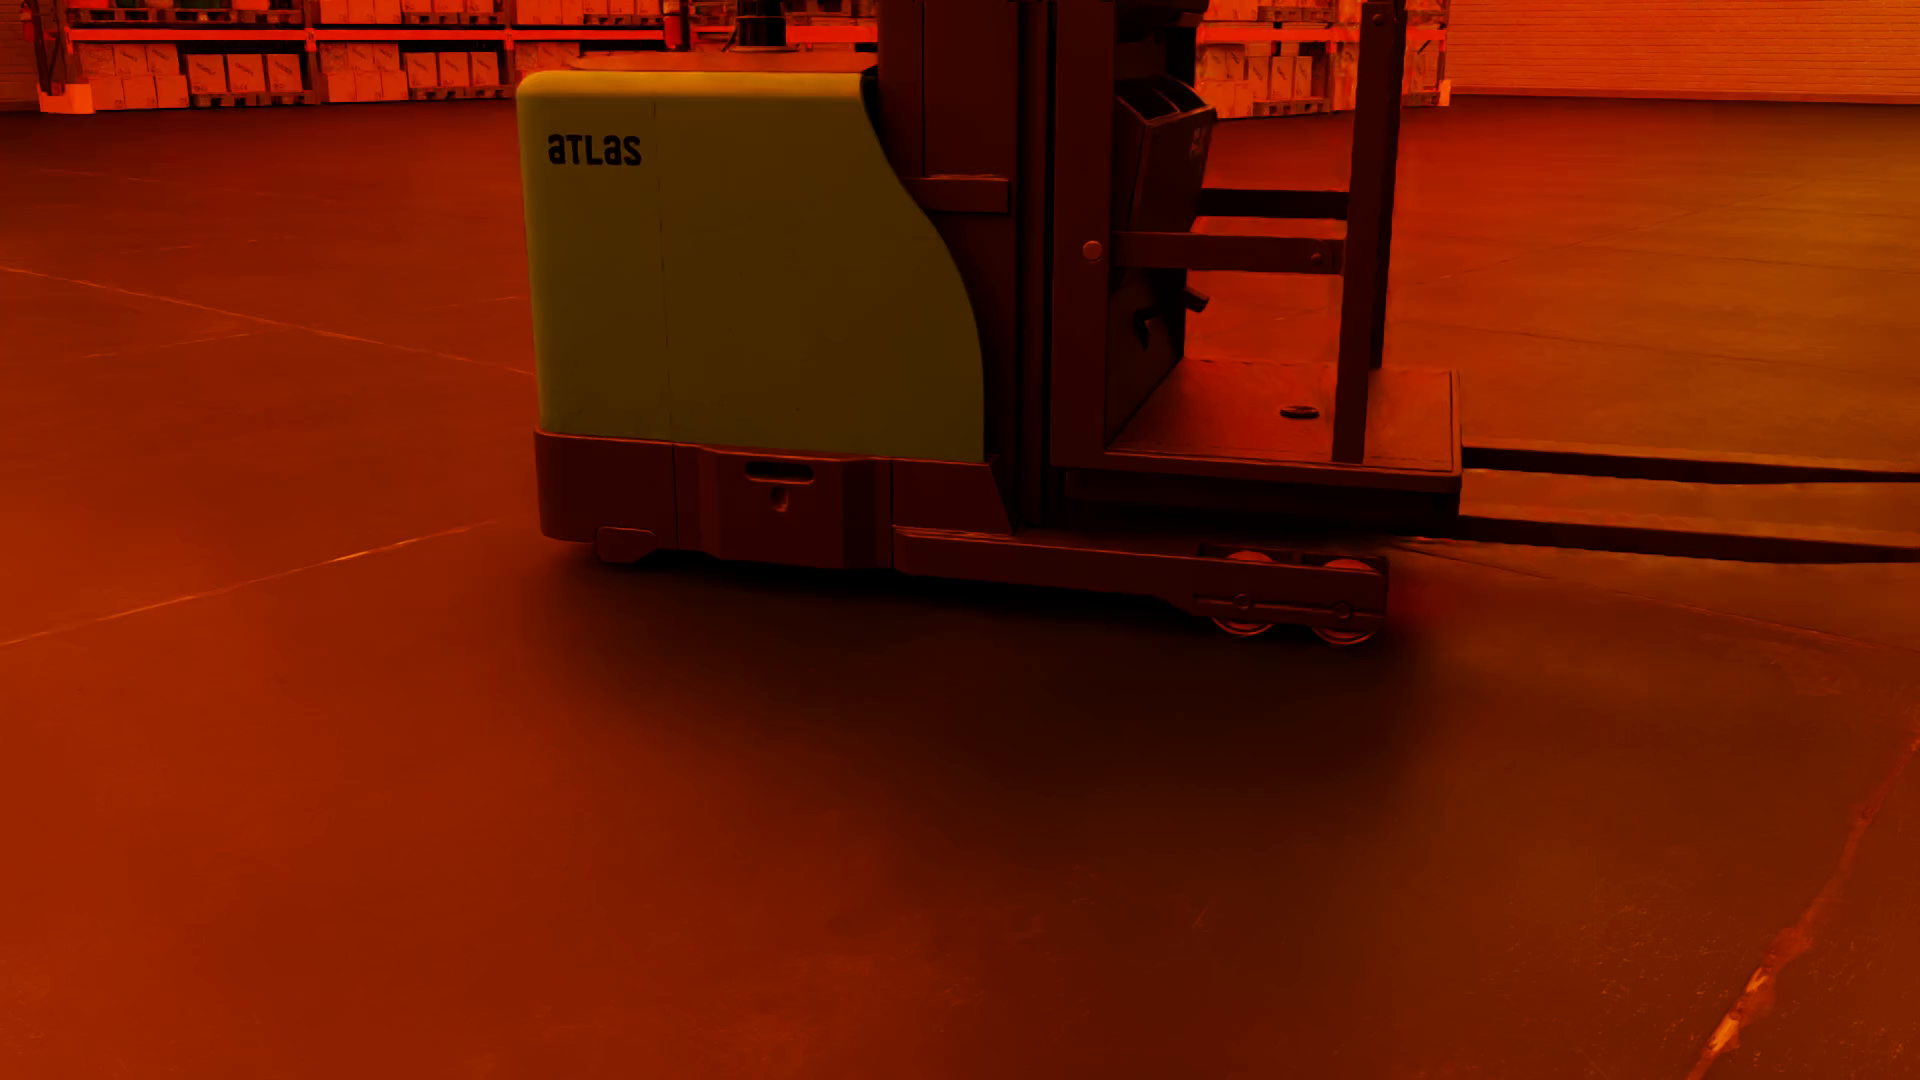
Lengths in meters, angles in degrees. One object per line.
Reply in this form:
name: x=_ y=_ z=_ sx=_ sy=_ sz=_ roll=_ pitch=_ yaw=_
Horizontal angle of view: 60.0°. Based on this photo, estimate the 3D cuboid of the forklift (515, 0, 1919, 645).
forklift: x=0.623 y=-1.368 z=3.402 sx=3.031 sy=2.935 sz=1.130 roll=5 pitch=18 yaw=15
